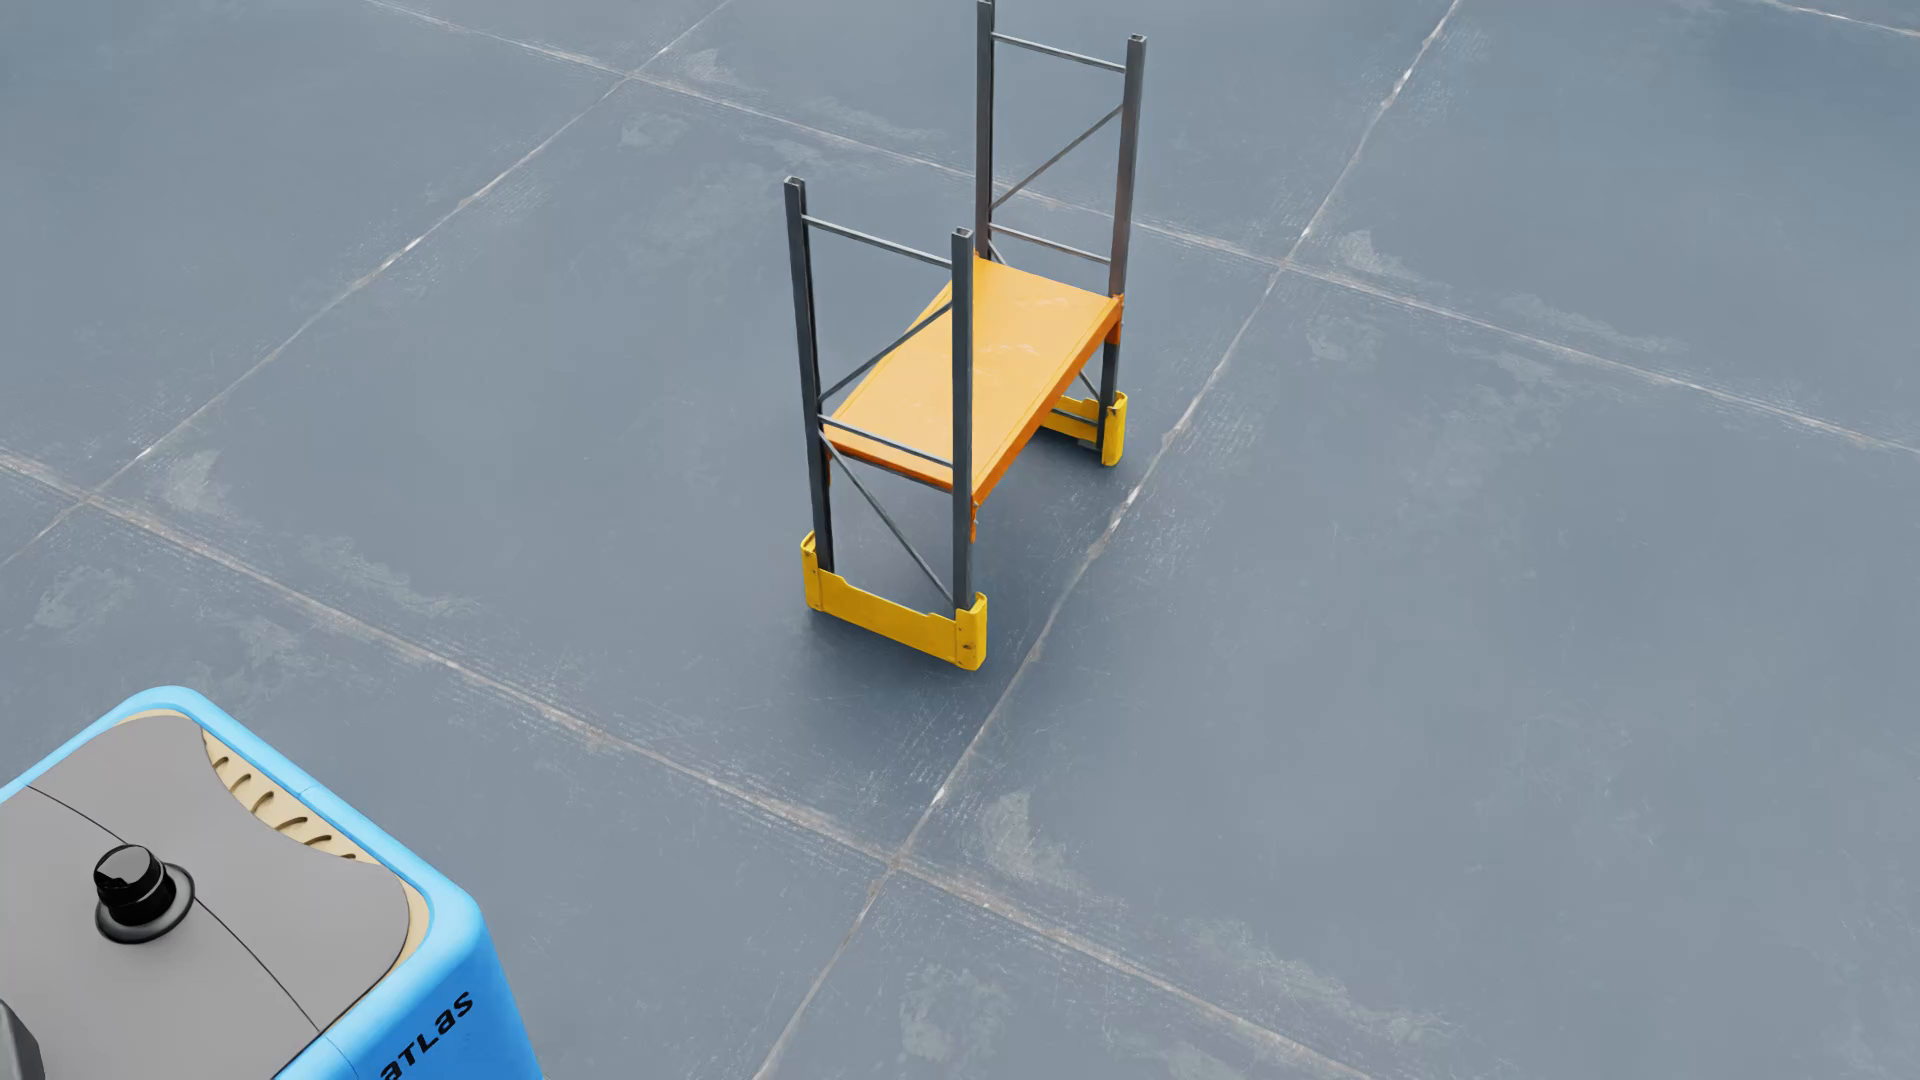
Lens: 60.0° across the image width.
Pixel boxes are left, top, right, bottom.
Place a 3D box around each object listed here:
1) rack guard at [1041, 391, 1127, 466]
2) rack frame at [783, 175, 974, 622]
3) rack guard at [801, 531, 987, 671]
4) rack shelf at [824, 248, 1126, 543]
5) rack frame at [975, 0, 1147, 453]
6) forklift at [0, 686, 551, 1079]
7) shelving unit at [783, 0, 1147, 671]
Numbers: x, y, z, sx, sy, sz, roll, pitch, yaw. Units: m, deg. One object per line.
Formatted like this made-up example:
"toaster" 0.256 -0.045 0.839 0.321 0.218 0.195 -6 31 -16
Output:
"rack guard" 0.267 -0.450 5.519 0.587 0.250 0.087 20 49 19
"rack frame" -0.196 -0.261 4.453 0.500 1.500 0.032 20 49 19
"rack guard" -0.196 0.178 4.898 0.587 0.250 0.087 20 49 19
"rack shelf" 0.040 -0.455 4.898 0.538 0.185 1.000 20 49 19
"rack frame" 0.276 -0.901 5.086 0.500 1.500 0.032 20 49 19
"forklift" -2.149 1.051 2.151 1.130 2.935 3.031 28 51 25
"shelving unit" 0.035 -0.575 4.764 0.587 1.500 1.083 20 49 19
